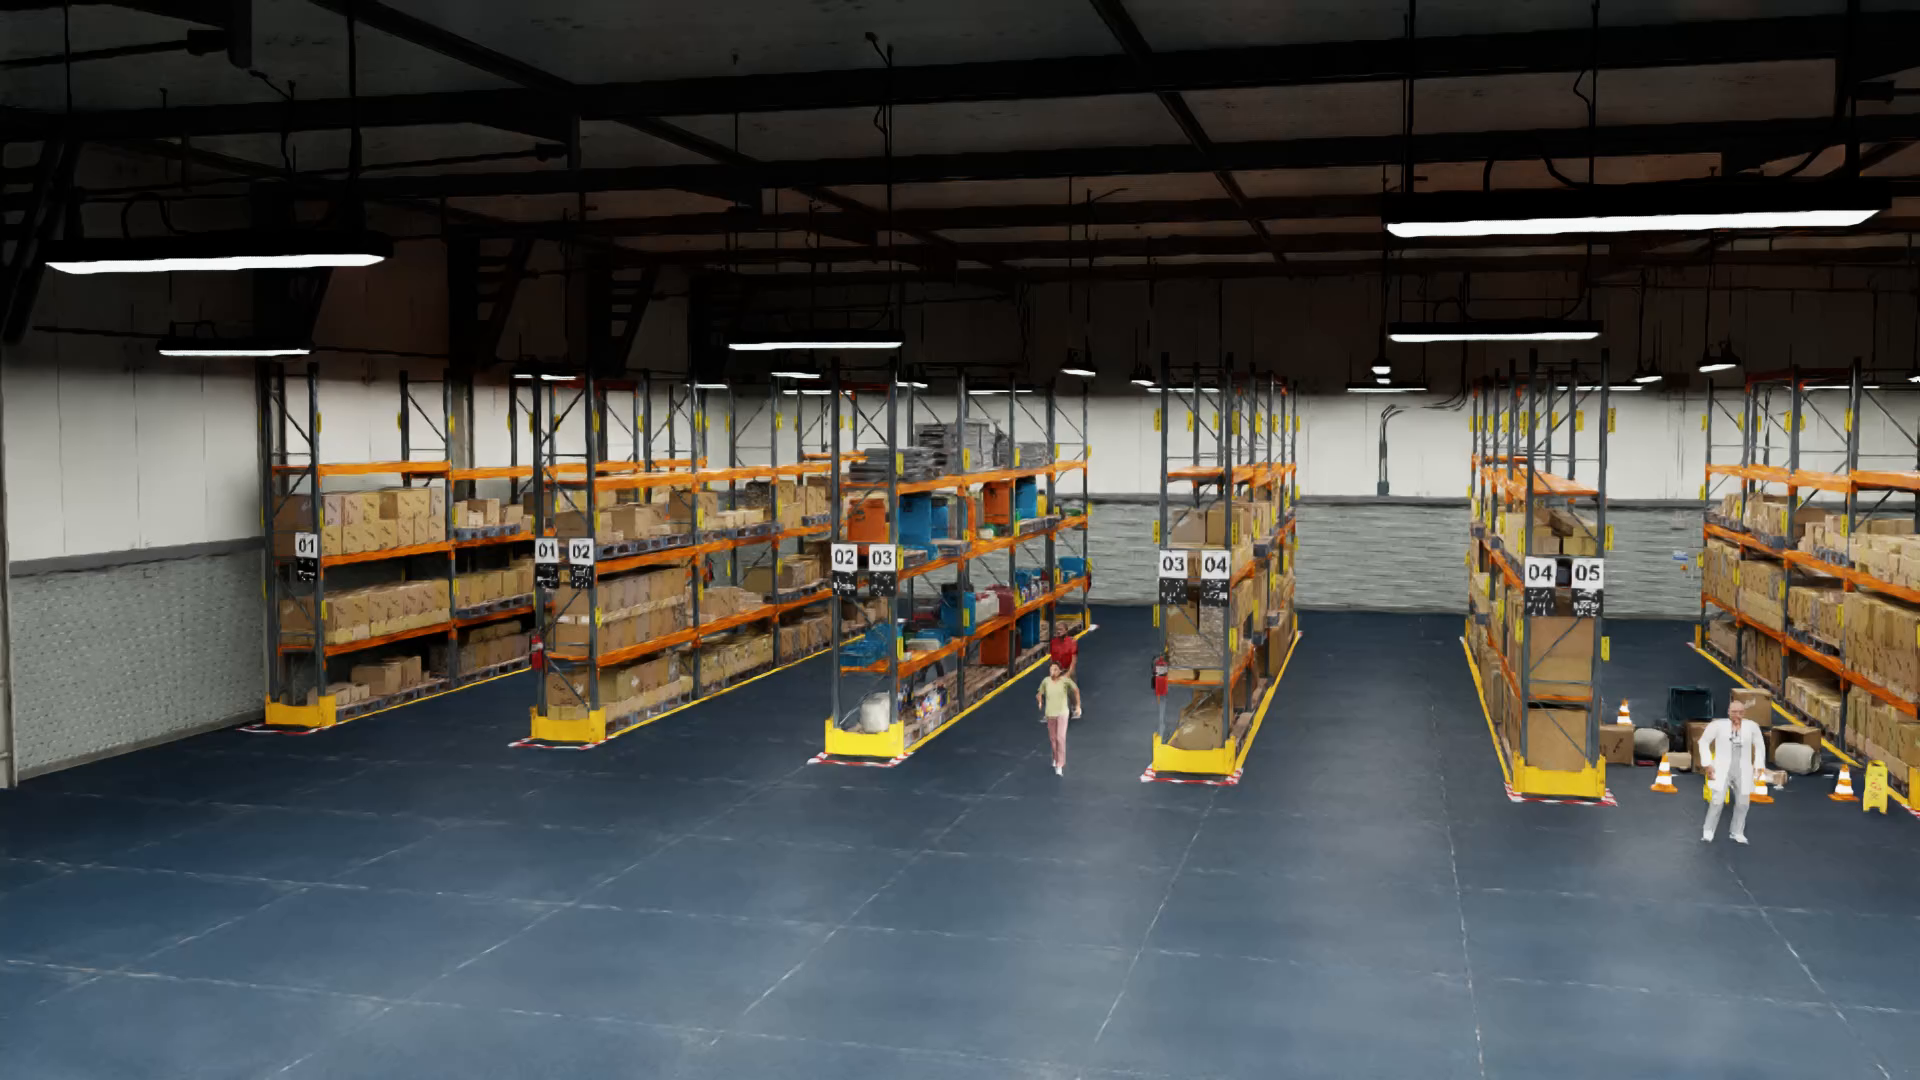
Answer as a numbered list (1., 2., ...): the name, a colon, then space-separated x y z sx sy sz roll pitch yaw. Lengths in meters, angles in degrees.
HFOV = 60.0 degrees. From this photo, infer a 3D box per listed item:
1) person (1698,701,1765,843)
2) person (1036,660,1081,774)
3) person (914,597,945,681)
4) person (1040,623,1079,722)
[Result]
1. person: 9.178 2.749 19.805 0.729 1.733 0.546 1 4 14
2. person: 1.403 2.513 23.980 0.603 1.600 0.799 1 4 20
3. person: -0.617 1.922 32.212 0.644 1.634 0.661 0 4 -6
4. person: 1.718 2.206 27.746 0.533 1.658 1.021 2 4 23
